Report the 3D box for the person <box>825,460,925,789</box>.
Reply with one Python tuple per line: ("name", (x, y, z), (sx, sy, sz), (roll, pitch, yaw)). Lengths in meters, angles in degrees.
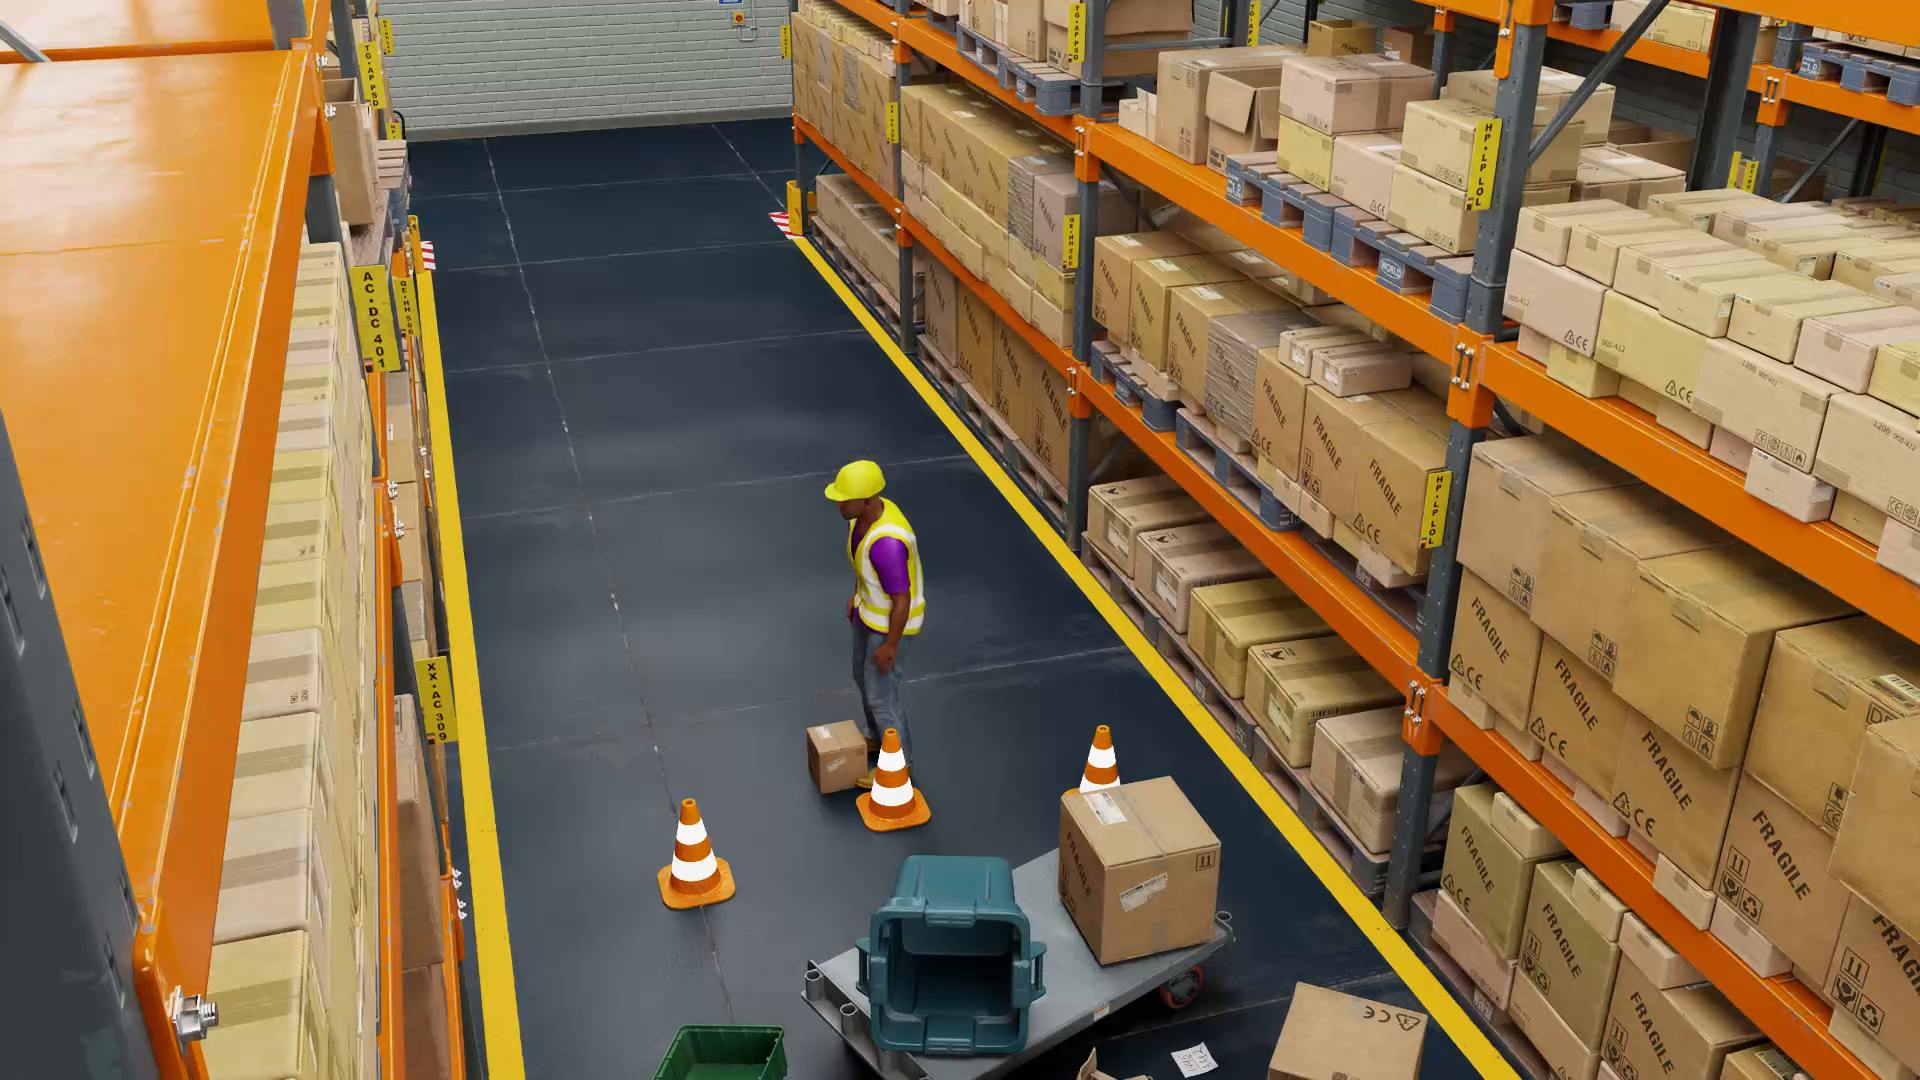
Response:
("person", (-0.423, 0.402, 8.279), (0.462, 1.757, 0.628), (-8, 27, -16))
